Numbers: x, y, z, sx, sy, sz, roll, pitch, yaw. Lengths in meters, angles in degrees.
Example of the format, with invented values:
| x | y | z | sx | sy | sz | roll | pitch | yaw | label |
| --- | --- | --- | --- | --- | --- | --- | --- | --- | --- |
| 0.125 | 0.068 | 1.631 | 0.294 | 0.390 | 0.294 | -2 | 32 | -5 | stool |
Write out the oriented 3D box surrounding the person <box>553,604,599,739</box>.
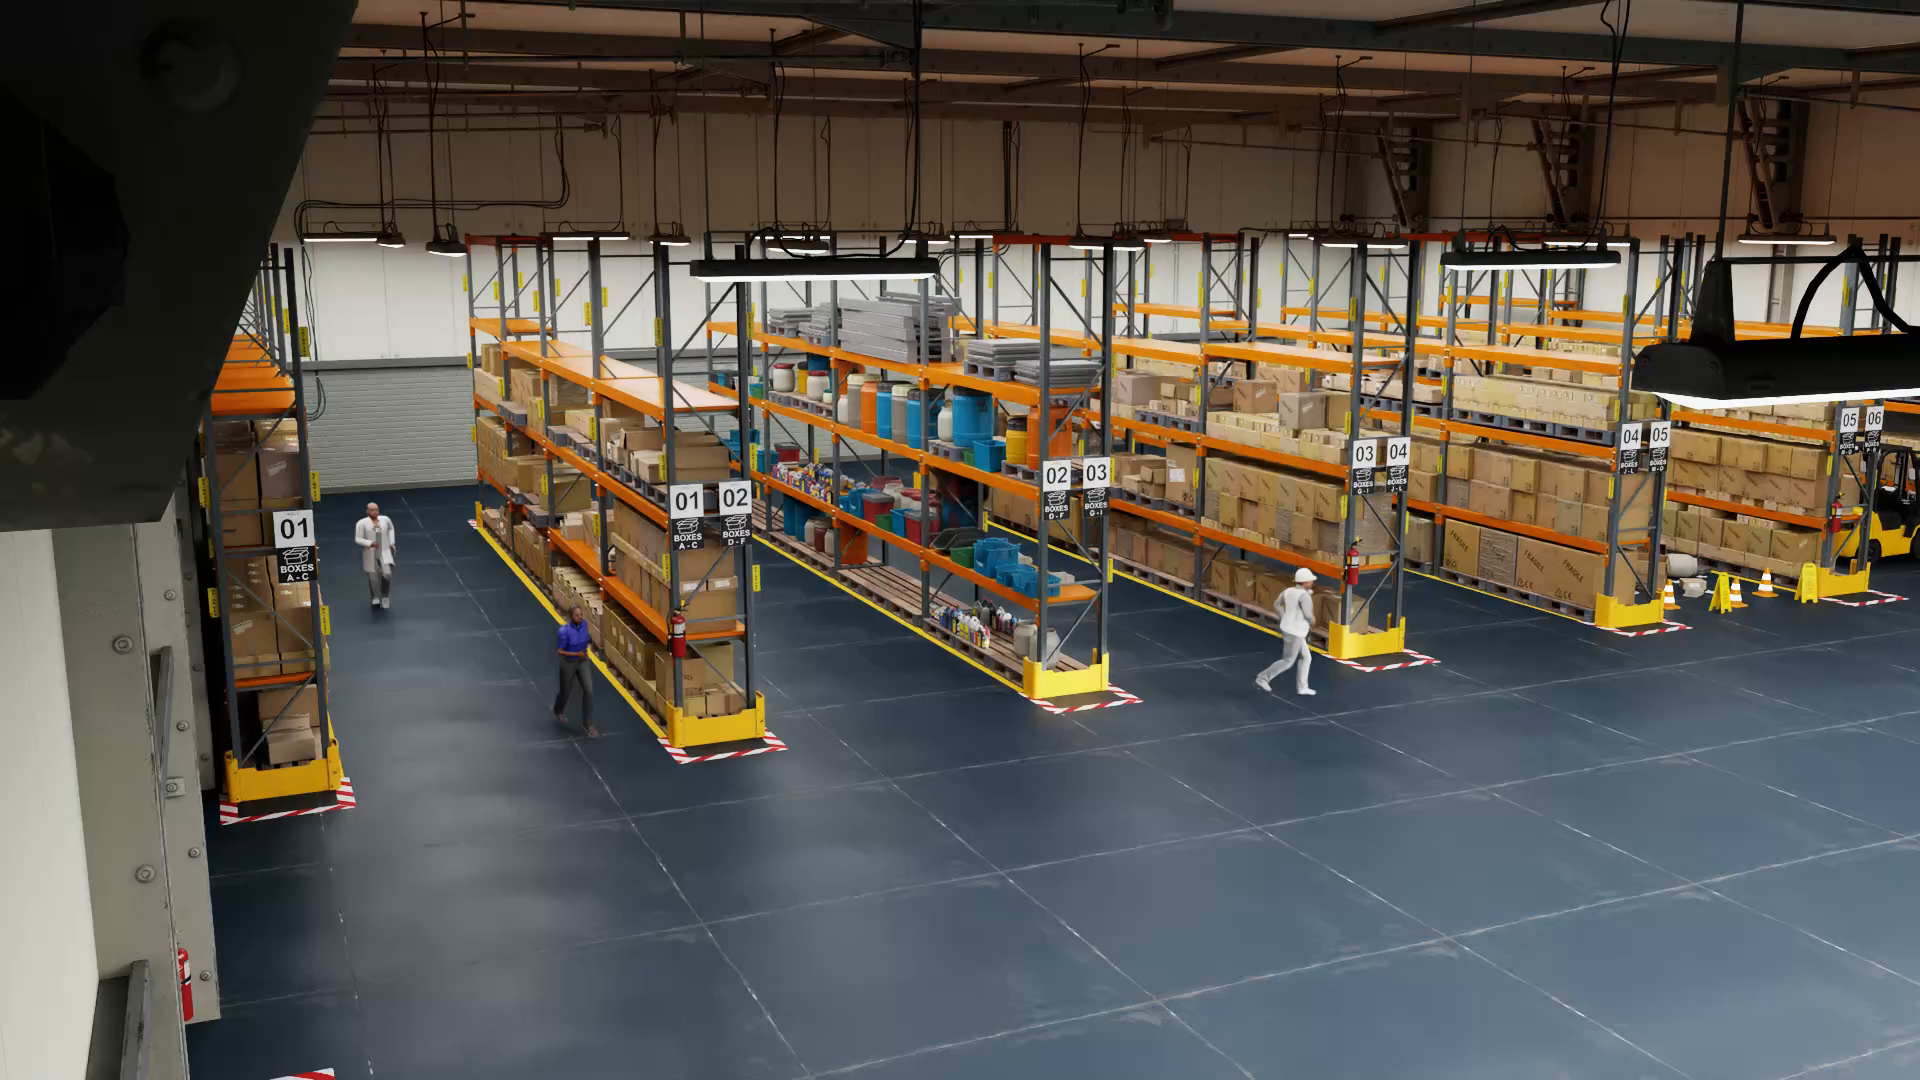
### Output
| x | y | z | sx | sy | sz | roll | pitch | yaw | label |
| --- | --- | --- | --- | --- | --- | --- | --- | --- | --- |
| -4.814 | 1.590 | 20.634 | 0.472 | 1.659 | 0.914 | -8 | 14 | -36 | person |

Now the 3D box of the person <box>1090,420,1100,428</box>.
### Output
| x | y | z | sx | sy | sz | roll | pitch | yaw | label |
| --- | --- | --- | --- | --- | --- | --- | --- | --- | --- |
| 3.348 | -2.655 | 42.086 | 0.667 | 1.839 | 0.810 | 4 | 12 | 22 | person |

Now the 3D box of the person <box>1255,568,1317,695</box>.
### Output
| x | y | z | sx | sy | sz | roll | pitch | yaw | label |
| --- | --- | --- | --- | --- | --- | --- | --- | --- | --- |
| 4.373 | 1.239 | 22.124 | 0.830 | 1.745 | 0.616 | -1 | 11 | -5 | person |

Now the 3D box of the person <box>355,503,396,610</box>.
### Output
| x | y | z | sx | sy | sz | roll | pitch | yaw | label |
| --- | --- | --- | --- | --- | --- | --- | --- | --- | --- |
| -9.510 | 0.268 | 27.125 | 0.658 | 1.780 | 0.823 | -6 | 12 | -27 | person |
